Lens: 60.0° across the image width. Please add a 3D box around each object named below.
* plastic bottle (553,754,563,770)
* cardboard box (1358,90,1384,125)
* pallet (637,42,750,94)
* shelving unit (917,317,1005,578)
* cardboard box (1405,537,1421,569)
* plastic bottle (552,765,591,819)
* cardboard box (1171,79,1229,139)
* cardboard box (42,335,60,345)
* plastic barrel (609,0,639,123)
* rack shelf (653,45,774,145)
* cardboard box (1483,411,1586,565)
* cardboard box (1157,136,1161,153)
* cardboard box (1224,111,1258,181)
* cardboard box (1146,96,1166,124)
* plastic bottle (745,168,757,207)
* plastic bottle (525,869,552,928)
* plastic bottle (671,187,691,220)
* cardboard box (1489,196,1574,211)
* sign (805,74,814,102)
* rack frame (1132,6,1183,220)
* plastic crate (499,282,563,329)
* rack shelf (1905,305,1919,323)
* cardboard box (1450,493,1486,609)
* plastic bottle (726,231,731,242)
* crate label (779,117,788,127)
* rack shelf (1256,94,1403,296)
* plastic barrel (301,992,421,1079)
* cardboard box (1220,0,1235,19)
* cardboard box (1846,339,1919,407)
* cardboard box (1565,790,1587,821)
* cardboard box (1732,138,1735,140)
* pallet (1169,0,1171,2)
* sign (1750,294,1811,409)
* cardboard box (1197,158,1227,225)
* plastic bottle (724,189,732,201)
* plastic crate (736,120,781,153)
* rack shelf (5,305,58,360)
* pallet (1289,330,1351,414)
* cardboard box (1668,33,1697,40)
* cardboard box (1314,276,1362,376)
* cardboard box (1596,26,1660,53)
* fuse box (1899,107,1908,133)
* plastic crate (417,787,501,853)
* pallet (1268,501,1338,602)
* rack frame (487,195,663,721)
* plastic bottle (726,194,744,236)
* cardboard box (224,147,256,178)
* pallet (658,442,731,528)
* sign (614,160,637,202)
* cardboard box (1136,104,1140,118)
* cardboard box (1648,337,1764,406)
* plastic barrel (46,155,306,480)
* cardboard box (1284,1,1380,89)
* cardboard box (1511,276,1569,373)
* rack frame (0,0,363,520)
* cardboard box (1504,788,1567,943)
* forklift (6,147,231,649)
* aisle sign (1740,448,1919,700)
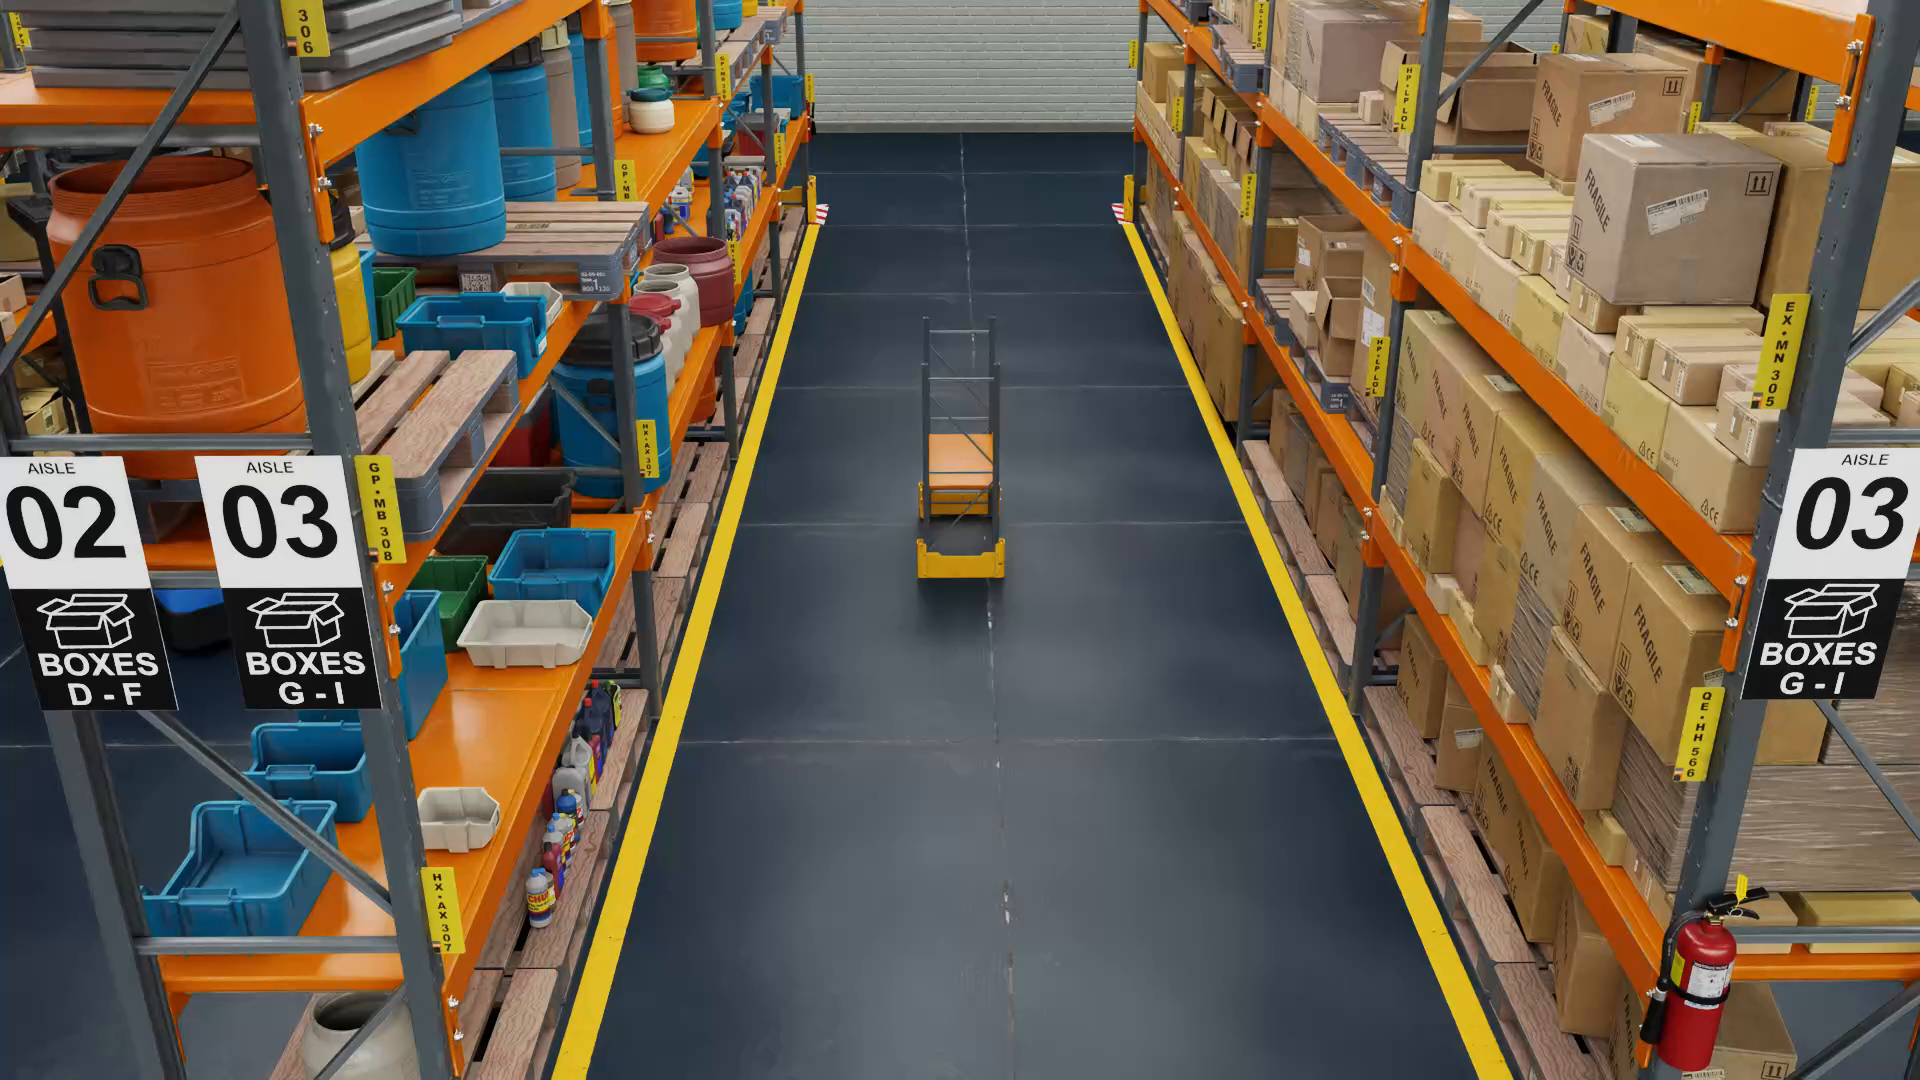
[{"bbox_3d":[-2.013,1.164,8.298,0.061,0.283,0.133,0,24,-1],"label":"plastic bottle"},{"bbox_3d":[2.621,-2.606,10.006,0.380,0.166,0.250,-1,24,-2],"label":"cardboard box"},{"bbox_3d":[-2.166,-3.605,12.669,1.003,0.211,1.213,0,24,-1],"label":"pallet"},{"bbox_3d":[0.001,-0.652,11.371,0.587,1.500,1.083,0,24,-1],"label":"shelving unit"},{"bbox_3d":[2.463,0.028,8.353,0.380,0.149,0.250,0,24,-1],"label":"cardboard box"},{"bbox_3d":[-1.913,1.224,8.176,0.152,0.276,0.135,0,24,0],"label":"plastic bottle"},{"bbox_3d":[2.382,-4.276,16.475,0.500,0.500,0.500,0,24,1],"label":"cardboard box"},{"bbox_3d":[-7.458,-1.798,13.676,0.500,0.250,0.500,1,24,1],"label":"cardboard box"},{"bbox_3d":[-2.463,-3.264,11.079,0.600,0.901,0.600,0,24,0],"label":"plastic barrel"},{"bbox_3d":[-2.277,-3.871,13.903,1.077,0.370,4.000,0,24,-1],"label":"rack shelf"},{"bbox_3d":[2.520,-0.214,6.888,0.500,0.500,0.500,0,24,-1],"label":"cardboard box"},{"bbox_3d":[2.309,-4.218,17.741,0.380,0.149,0.250,-1,24,-1],"label":"cardboard box"},{"bbox_3d":[2.688,-3.379,14.243,0.797,0.503,0.637,1,24,1],"label":"cardboard box"},{"bbox_3d":[2.360,-4.774,18.487,0.500,0.250,0.500,-1,24,-2],"label":"cardboard box"},{"bbox_3d":[-1.961,-3.257,15.371,0.144,0.351,0.185,0,24,-1],"label":"plastic bottle"},{"bbox_3d":[-1.876,1.582,7.388,0.097,0.271,0.097,0,24,0],"label":"plastic bottle"},{"bbox_3d":[-2.512,-3.027,14.953,0.152,0.276,0.135,0,24,-1],"label":"plastic bottle"},{"bbox_3d":[2.535,-1.405,7.274,0.380,0.149,0.250,0,24,1],"label":"cardboard box"},{"bbox_3d":[-1.792,-5.388,19.826,0.100,0.325,0.005,0,24,-1],"label":"sign"},{"bbox_3d":[2.610,-5.327,19.889,1.000,3.000,0.127,0,24,-1],"label":"rack frame"},{"bbox_3d":[-1.790,-0.947,6.884,0.243,0.136,0.396,0,24,-1],"label":"plastic crate"},{"bbox_3d":[7.680,-0.859,10.883,1.077,0.370,4.000,0,24,-1],"label":"rack shelf"},{"bbox_3d":[2.761,0.034,7.552,0.875,0.500,0.500,0,24,-1],"label":"cardboard box"},{"bbox_3d":[-1.897,-2.381,13.516,0.061,0.283,0.133,0,24,-1],"label":"plastic bottle"},{"bbox_3d":[-2.136,-4.643,18.622,0.396,0.136,0.243,0,24,-1],"label":"crate label"},{"bbox_3d":[2.720,-2.245,10.308,1.077,0.370,4.000,0,24,-1],"label":"rack shelf"},{"bbox_3d":[-2.251,1.960,6.287,0.421,0.512,0.421,0,24,0],"label":"plastic barrel"},{"bbox_3d":[2.576,-4.744,14.557,0.500,0.311,0.500,-1,24,-2],"label":"cardboard box"},{"bbox_3d":[2.981,-0.539,5.361,0.380,0.149,0.250,-1,24,-2],"label":"cardboard box"},{"bbox_3d":[2.532,0.955,6.303,0.380,0.149,0.250,0,24,-1],"label":"cardboard box"},{"bbox_3d":[7.169,-3.520,14.966,0.380,0.149,0.250,-1,24,-1],"label":"cardboard box"},{"bbox_3d":[2.645,-5.844,17.499,1.003,0.211,1.213,0,24,-1],"label":"pallet"},{"bbox_3d":[2.230,-0.510,4.523,0.100,0.325,0.005,0,24,-1],"label":"sign"},{"bbox_3d":[2.421,-3.120,14.888,0.500,0.500,0.500,-1,24,-2],"label":"cardboard box"},{"bbox_3d":[-2.085,-3.015,14.932,0.097,0.271,0.097,0,24,0],"label":"plastic bottle"},{"bbox_3d":[-2.131,-4.260,17.600,0.437,0.282,0.530,0,24,-1],"label":"plastic crate"},{"bbox_3d":[-7.186,-0.836,10.831,1.077,0.370,4.000,0,24,-1],"label":"rack shelf"},{"bbox_3d":[2.760,-1.128,10.836,1.003,0.211,1.213,0,24,-1],"label":"pallet"},{"bbox_3d":[7.854,-5.116,17.726,0.500,0.500,0.500,-1,24,-2],"label":"cardboard box"},{"bbox_3d":[2.630,-1.335,10.426,0.797,0.503,0.637,2,24,5],"label":"cardboard box"},{"bbox_3d":[7.306,-5.336,18.212,0.500,0.500,0.500,-1,24,-2],"label":"cardboard box"},{"bbox_3d":[14.537,-7.057,25.278,0.539,1.711,0.414,0,24,-1],"label":"fuse box"},{"bbox_3d":[-1.856,1.038,6.135,0.298,0.136,0.250,0,24,-1],"label":"plastic crate"},{"bbox_3d":[2.715,0.063,11.354,1.003,0.211,1.213,0,24,-1],"label":"pallet"},{"bbox_3d":[-2.211,-0.360,8.906,1.000,3.000,0.127,0,24,-1],"label":"rack frame"},{"bbox_3d":[-1.949,-2.803,14.367,0.144,0.351,0.185,0,24,-1],"label":"plastic bottle"},{"bbox_3d":[-6.985,-3.893,16.596,0.500,0.500,0.500,0,24,1],"label":"cardboard box"},{"bbox_3d":[-2.285,-0.418,12.419,1.003,0.211,1.213,0,24,-1],"label":"pallet"},{"bbox_3d":[-1.661,-1.729,8.282,0.100,0.325,0.005,0,24,-1],"label":"sign"},{"bbox_3d":[2.284,-5.065,19.614,0.380,0.149,0.250,0,24,0],"label":"cardboard box"},{"bbox_3d":[2.472,-0.547,5.378,0.380,0.149,0.250,-1,24,-3],"label":"cardboard box"},{"bbox_3d":[-2.300,-0.665,4.910,0.600,0.830,0.708,0,24,-1],"label":"plastic barrel"},{"bbox_3d":[2.448,-3.267,10.965,0.500,0.500,0.500,0,24,0],"label":"cardboard box"},{"bbox_3d":[2.510,-0.854,6.541,0.500,0.250,0.500,-1,24,-1],"label":"cardboard box"},{"bbox_3d":[-2.168,-1.445,4.026,1.000,3.000,0.127,0,24,-1],"label":"rack frame"},{"bbox_3d":[2.766,1.452,7.424,0.500,0.500,0.500,2,24,4],"label":"cardboard box"},{"bbox_3d":[-5.292,-1.204,10.855,1.130,2.935,3.031,-19,30,-36],"label":"forklift"},{"bbox_3d":[2.486,0.108,4.716,0.394,0.787,0.004,0,24,-1],"label":"aisle sign"}]
